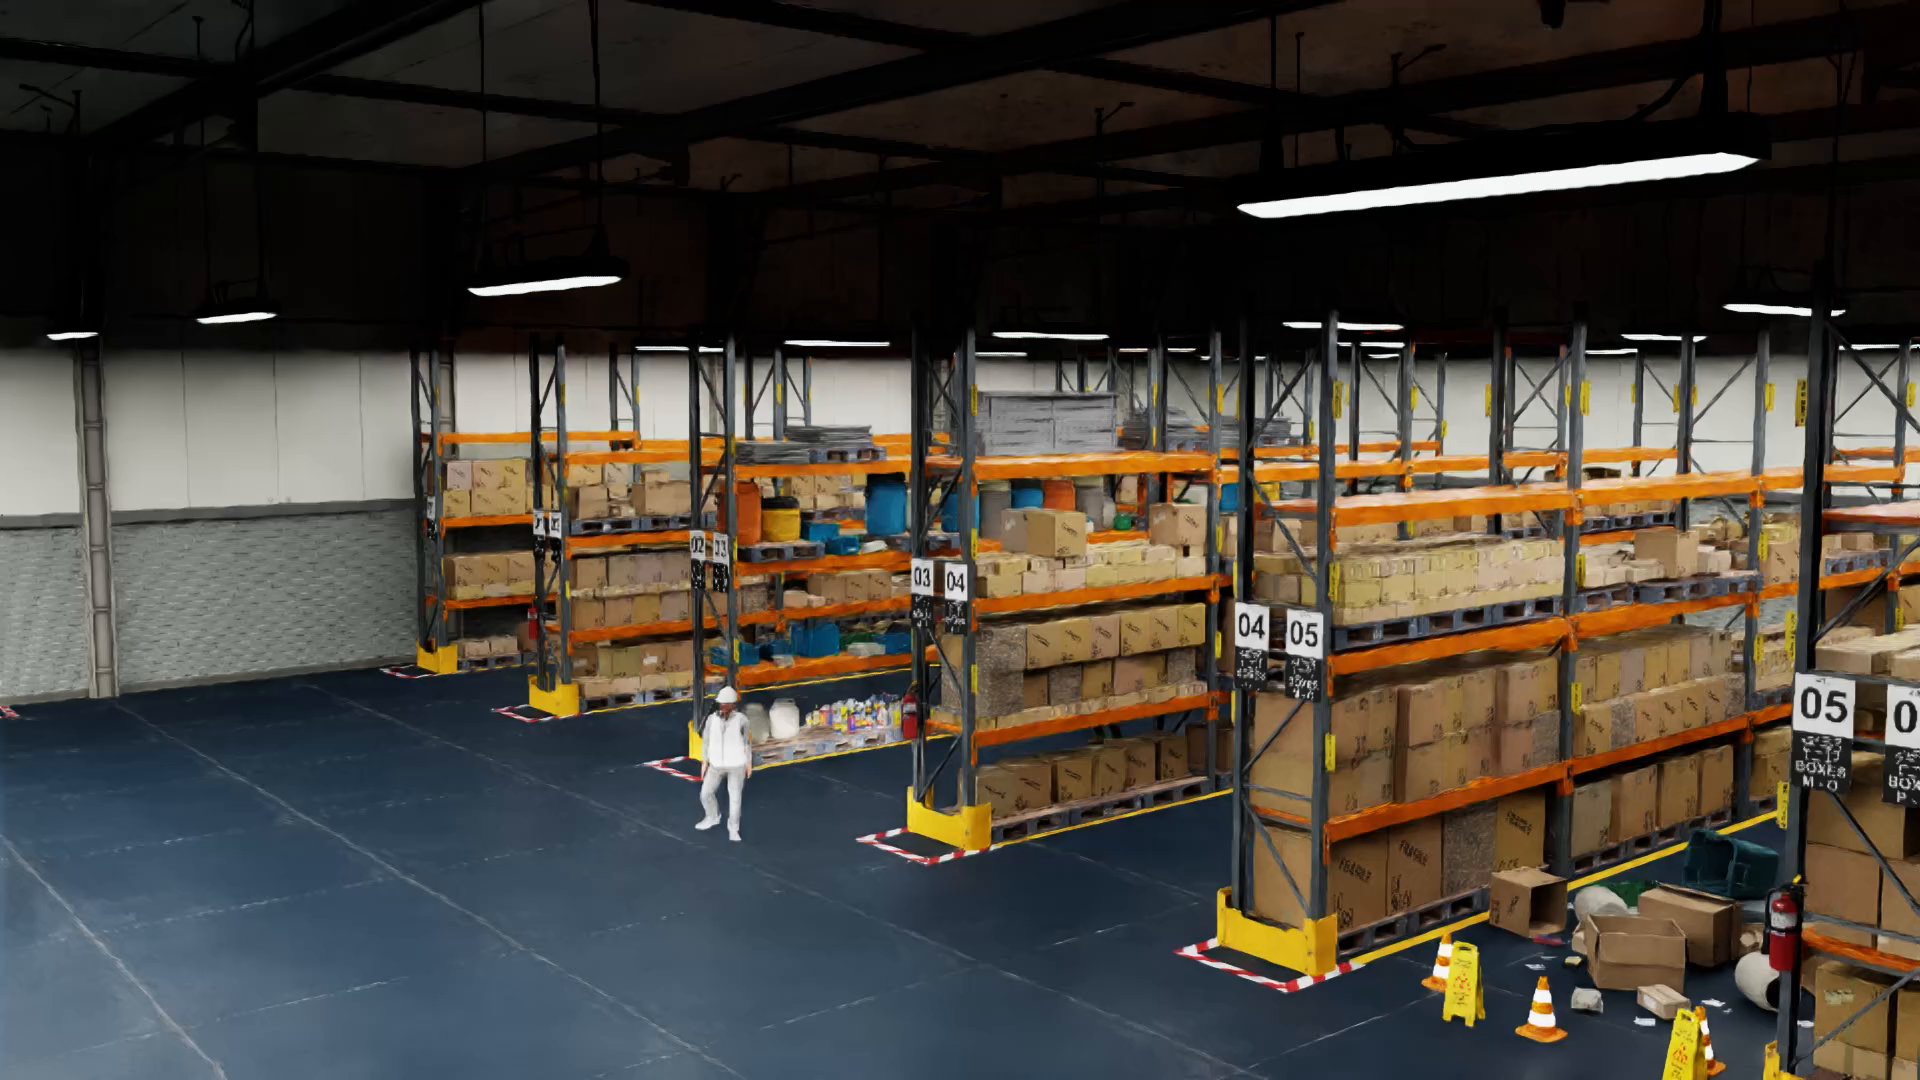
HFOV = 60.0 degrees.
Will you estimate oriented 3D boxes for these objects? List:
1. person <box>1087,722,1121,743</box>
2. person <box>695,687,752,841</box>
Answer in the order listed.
[{"bbox_3d":[2.031,2.105,23.794,0.551,1.742,0.677,-4,7,-40],"label":"person"},{"bbox_3d":[-2.730,2.531,18.997,0.713,1.763,0.521,1,5,9],"label":"person"}]
